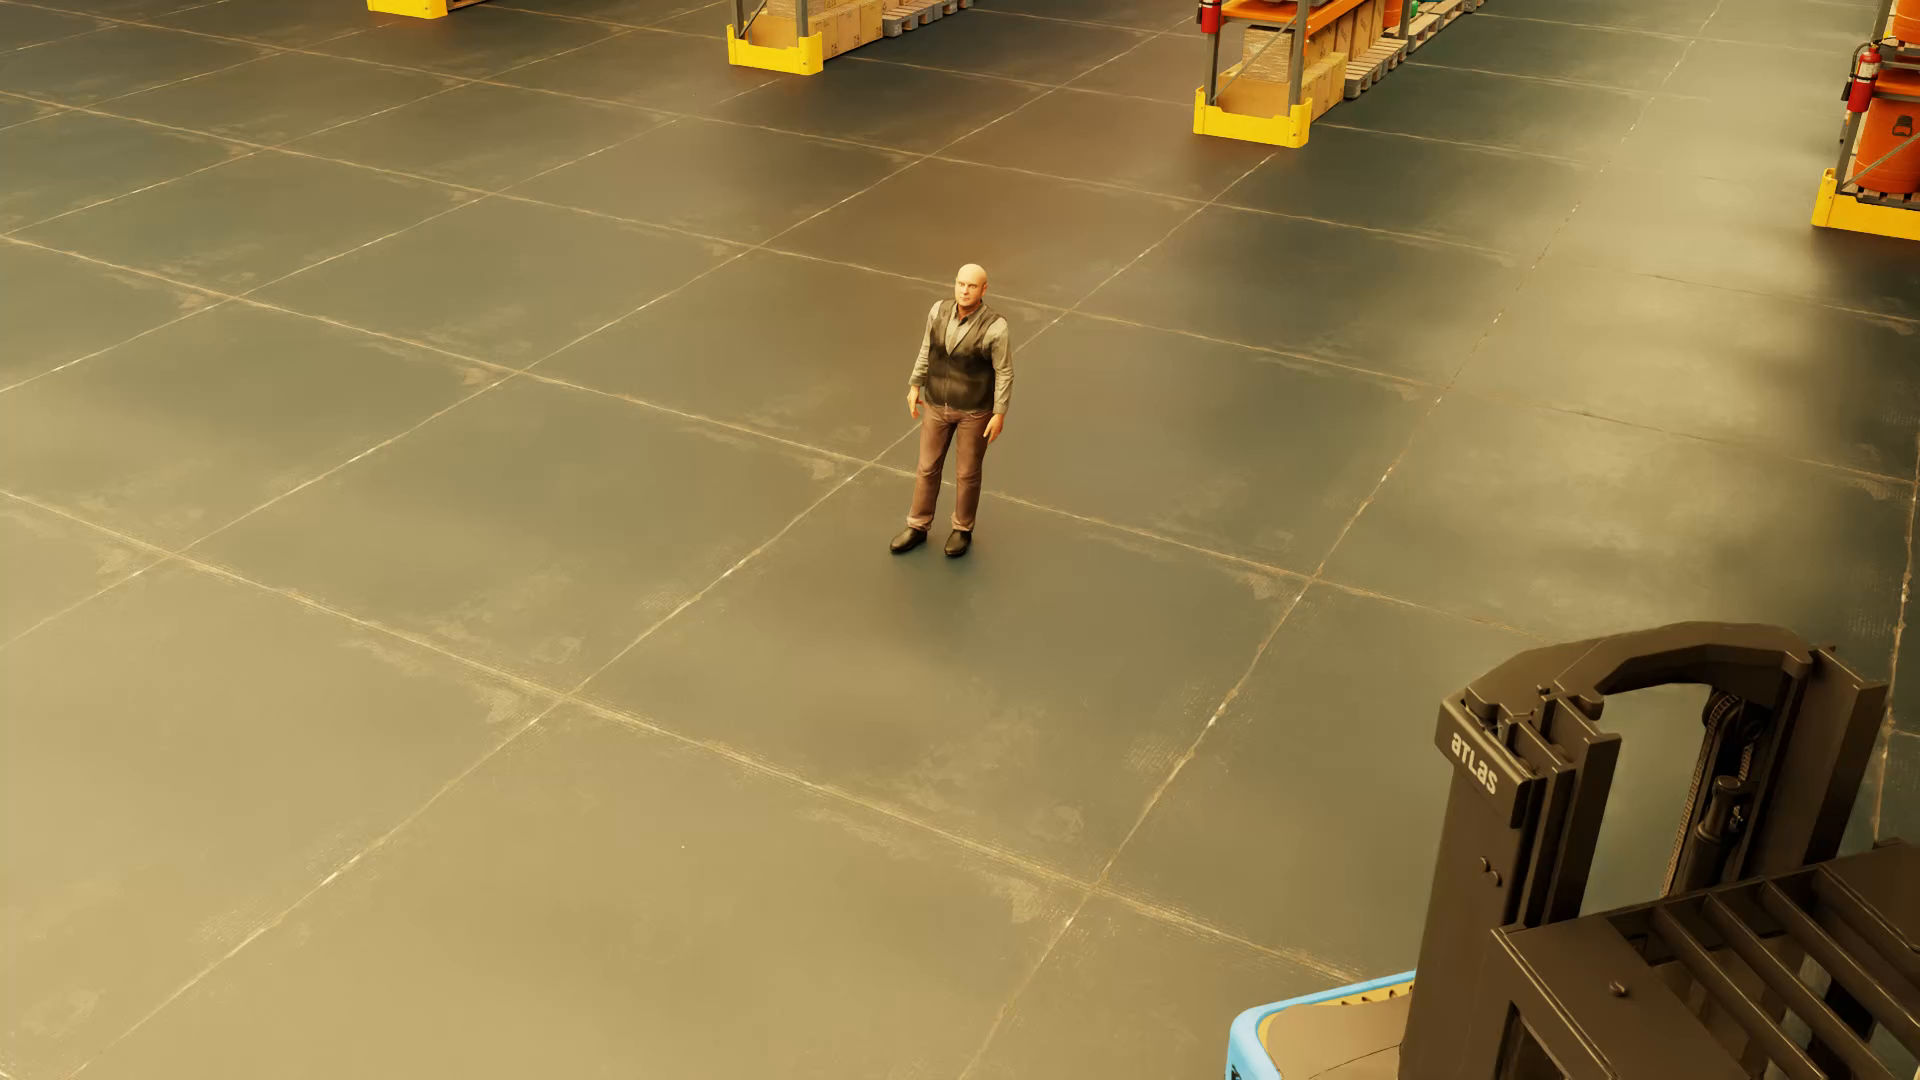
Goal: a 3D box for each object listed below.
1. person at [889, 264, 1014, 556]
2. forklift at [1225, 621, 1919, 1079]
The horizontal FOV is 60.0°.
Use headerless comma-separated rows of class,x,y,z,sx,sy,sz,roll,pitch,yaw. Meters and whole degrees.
person,-0.037,-0.726,9.524,0.634,1.722,0.566,15,33,25
forklift,1.746,1.794,3.963,1.130,2.935,3.031,-8,31,-14
